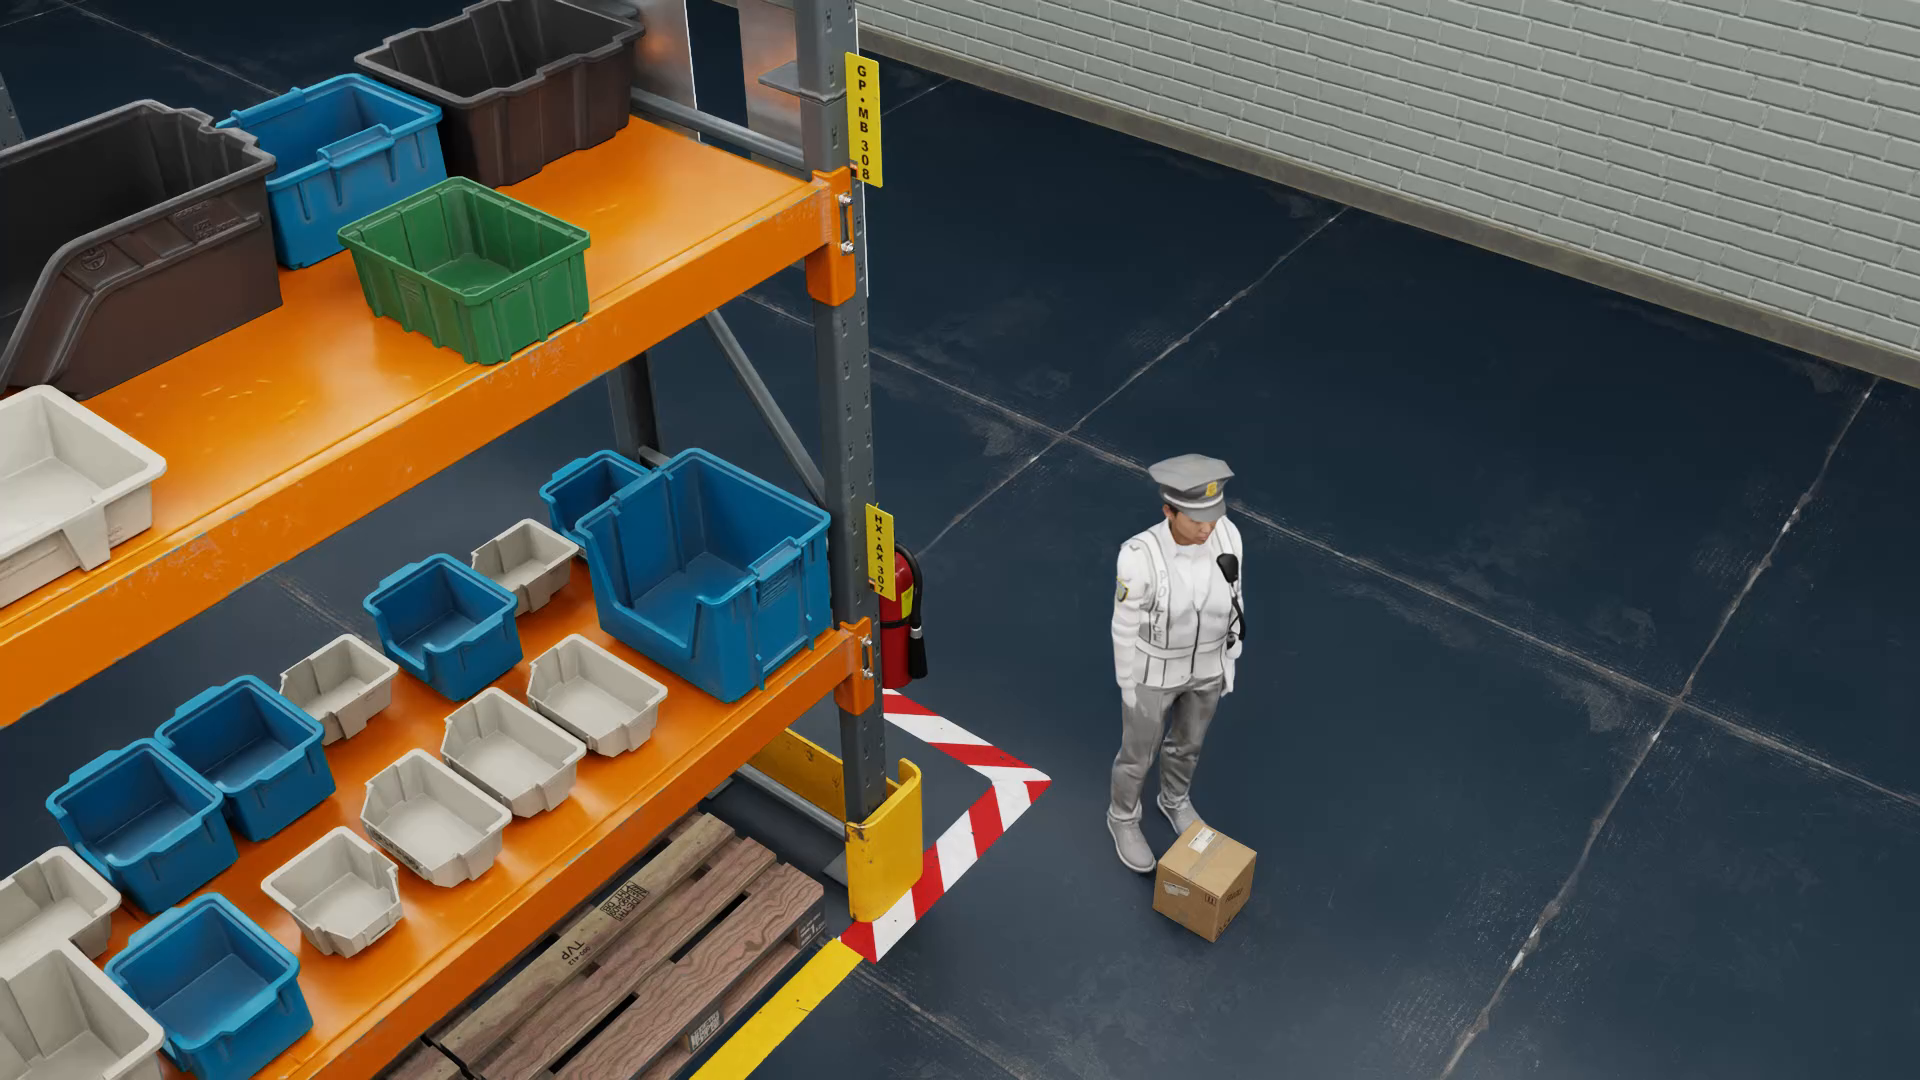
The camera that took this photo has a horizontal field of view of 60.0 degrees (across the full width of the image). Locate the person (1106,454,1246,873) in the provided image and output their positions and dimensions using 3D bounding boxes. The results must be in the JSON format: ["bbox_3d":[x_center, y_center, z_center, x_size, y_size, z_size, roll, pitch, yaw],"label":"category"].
[{"bbox_3d":[0.733,0.438,5.615,0.471,1.698,0.335,-13,41,-16],"label":"person"}]
